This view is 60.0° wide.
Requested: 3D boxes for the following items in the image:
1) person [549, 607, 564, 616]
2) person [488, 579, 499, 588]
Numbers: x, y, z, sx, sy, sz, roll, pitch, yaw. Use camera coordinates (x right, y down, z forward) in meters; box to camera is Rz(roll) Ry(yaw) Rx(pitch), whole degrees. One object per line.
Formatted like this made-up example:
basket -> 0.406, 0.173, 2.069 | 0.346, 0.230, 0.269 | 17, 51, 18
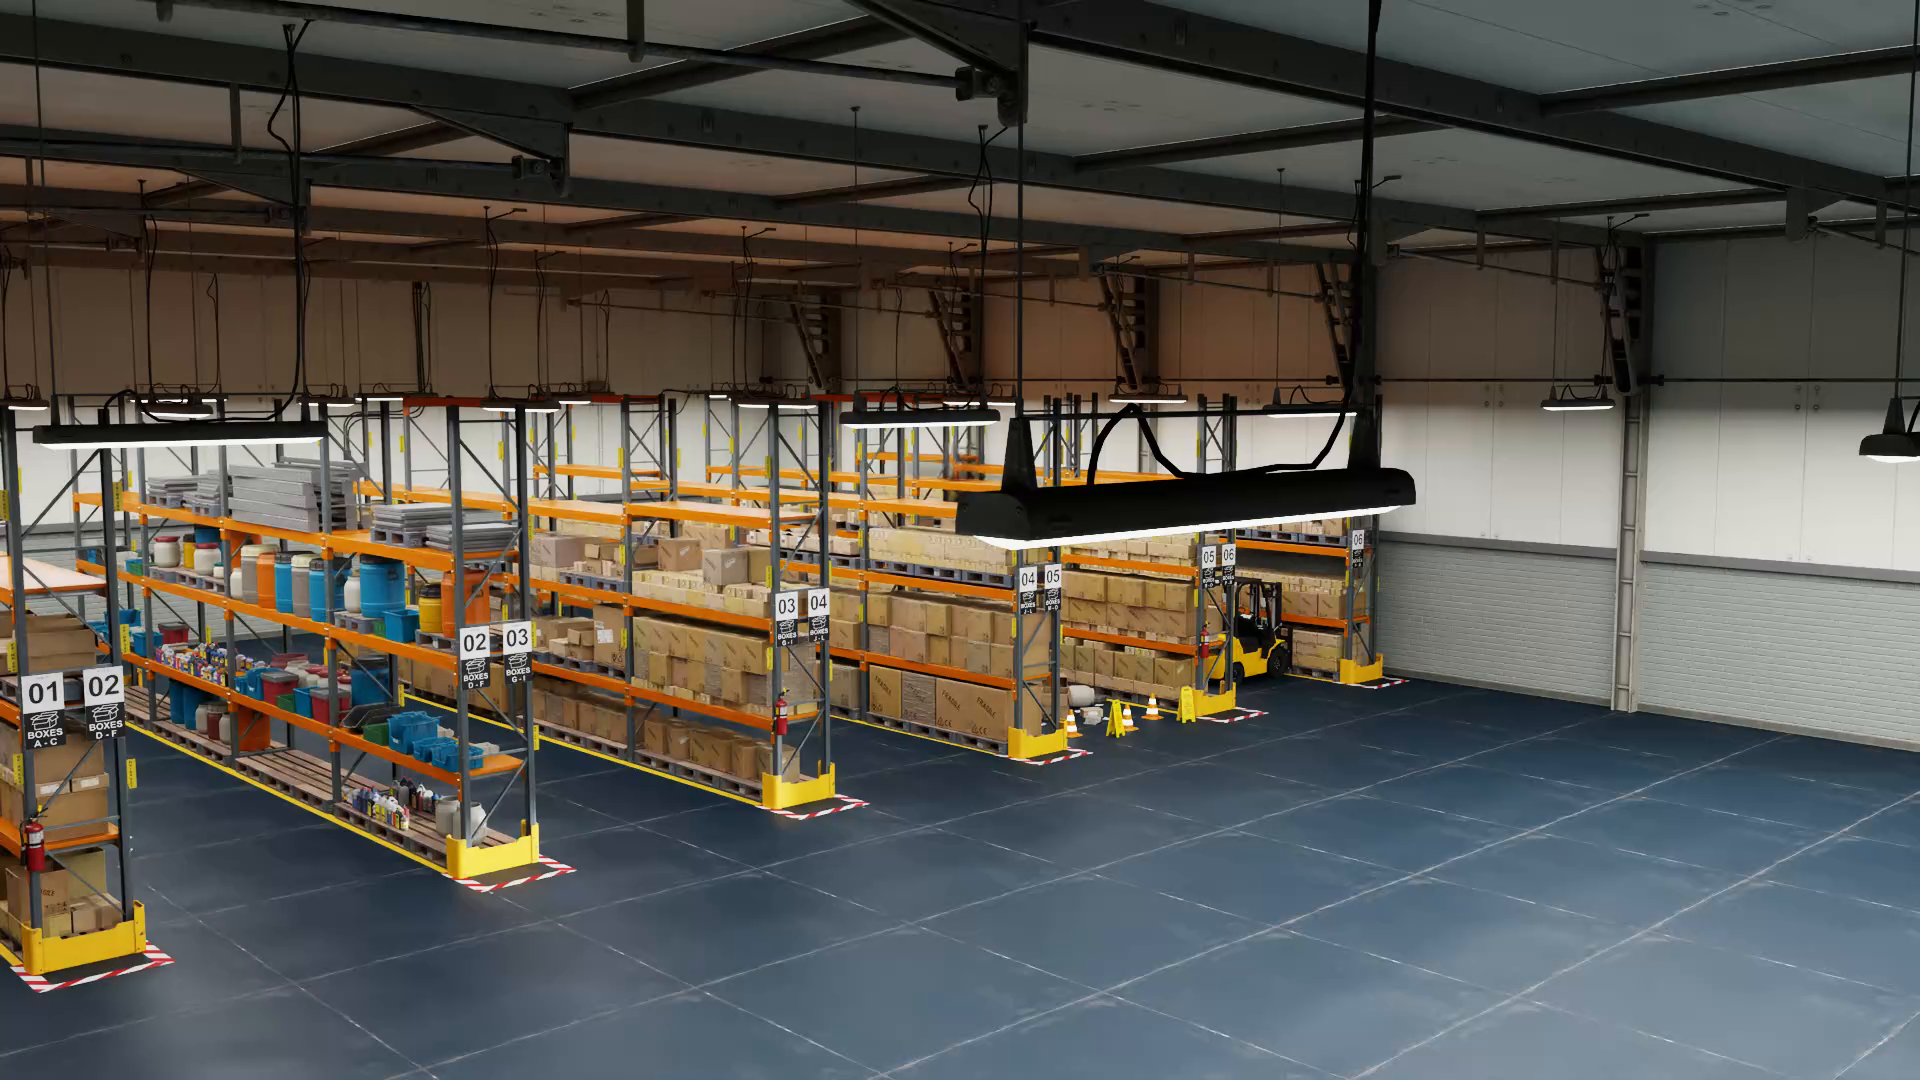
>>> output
person -> -8.466, 2.139, 35.060 | 0.765, 1.682, 0.523 | 5, 8, 44
person -> -11.185, 1.672, 39.521 | 0.749, 1.684, 0.820 | 1, 6, 11
